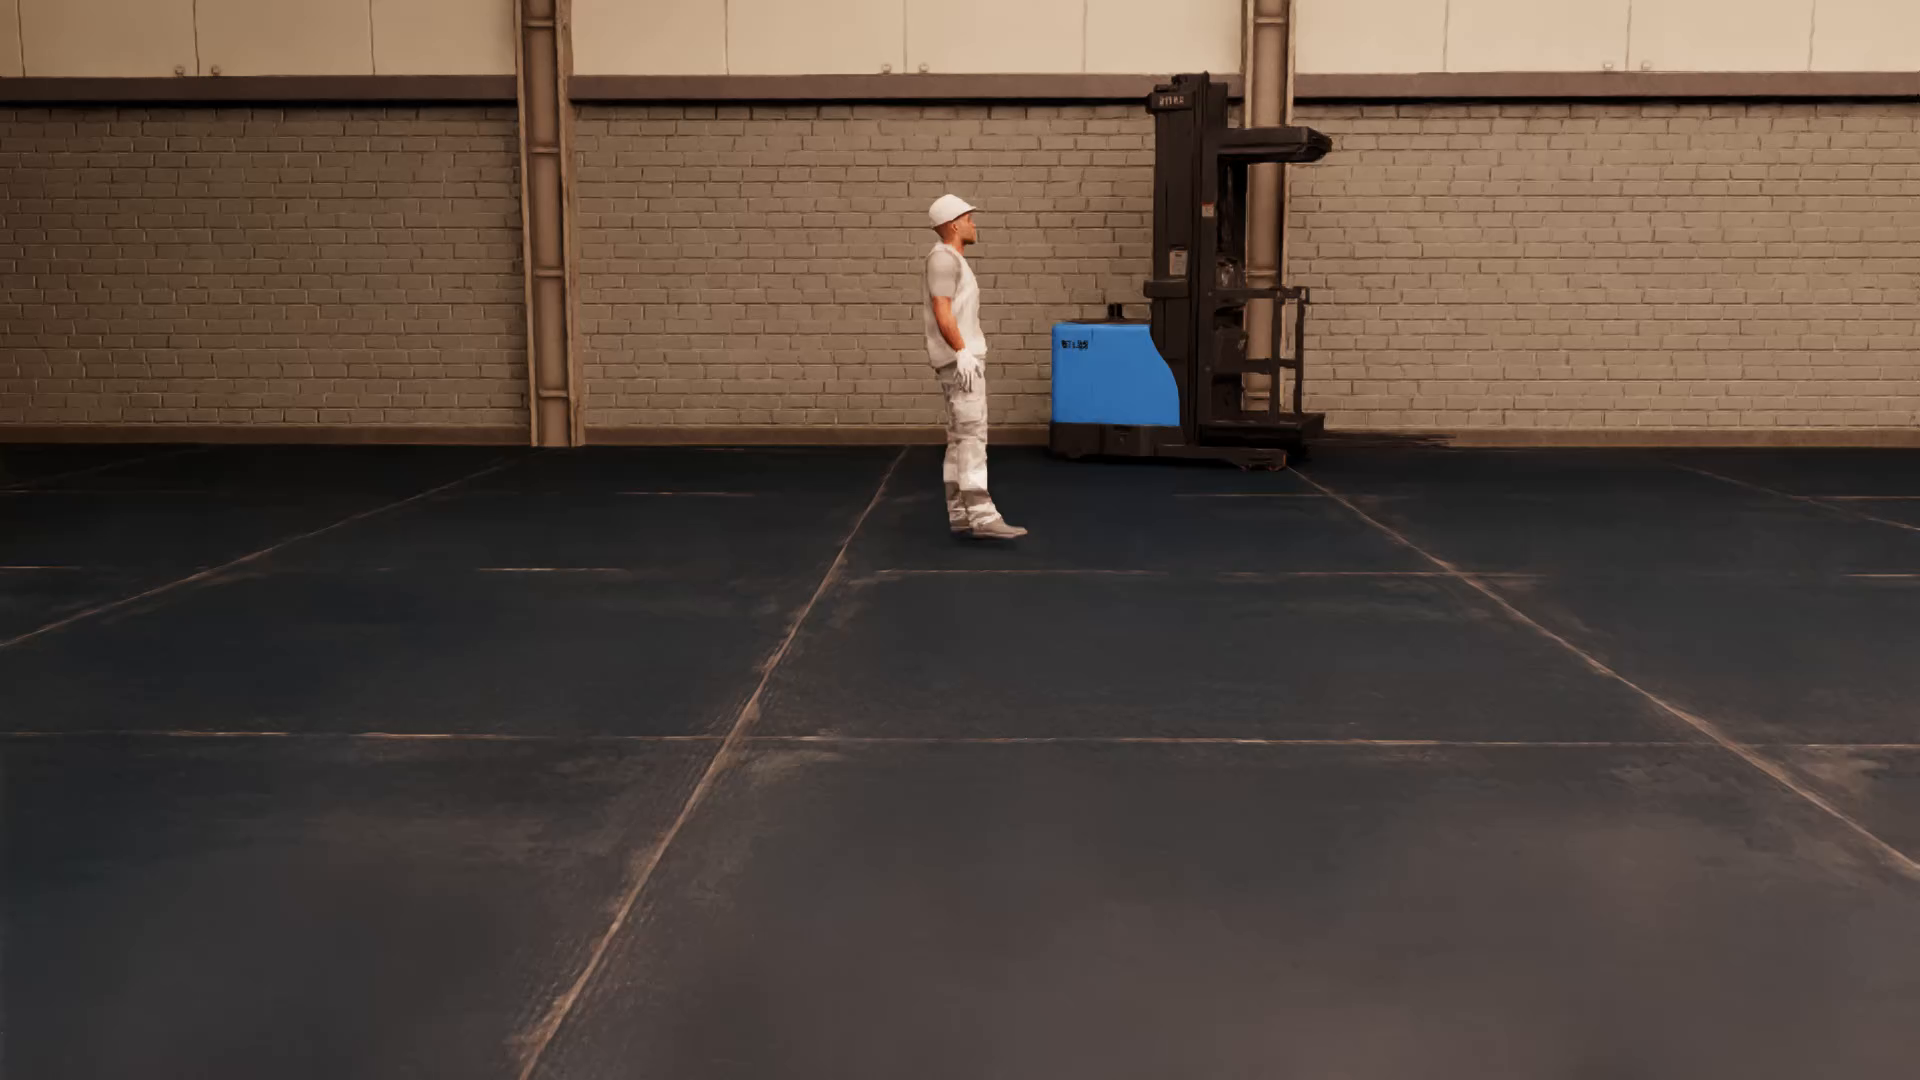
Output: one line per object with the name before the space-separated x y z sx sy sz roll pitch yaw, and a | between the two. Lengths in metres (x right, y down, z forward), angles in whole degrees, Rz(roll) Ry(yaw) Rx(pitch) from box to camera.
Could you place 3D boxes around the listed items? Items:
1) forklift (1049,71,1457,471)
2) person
forklift | 2.270 -2.056 12.760 3.031 2.935 1.130 3 9 21
person | 0.080 -0.928 8.847 0.563 1.787 0.637 0 9 1
